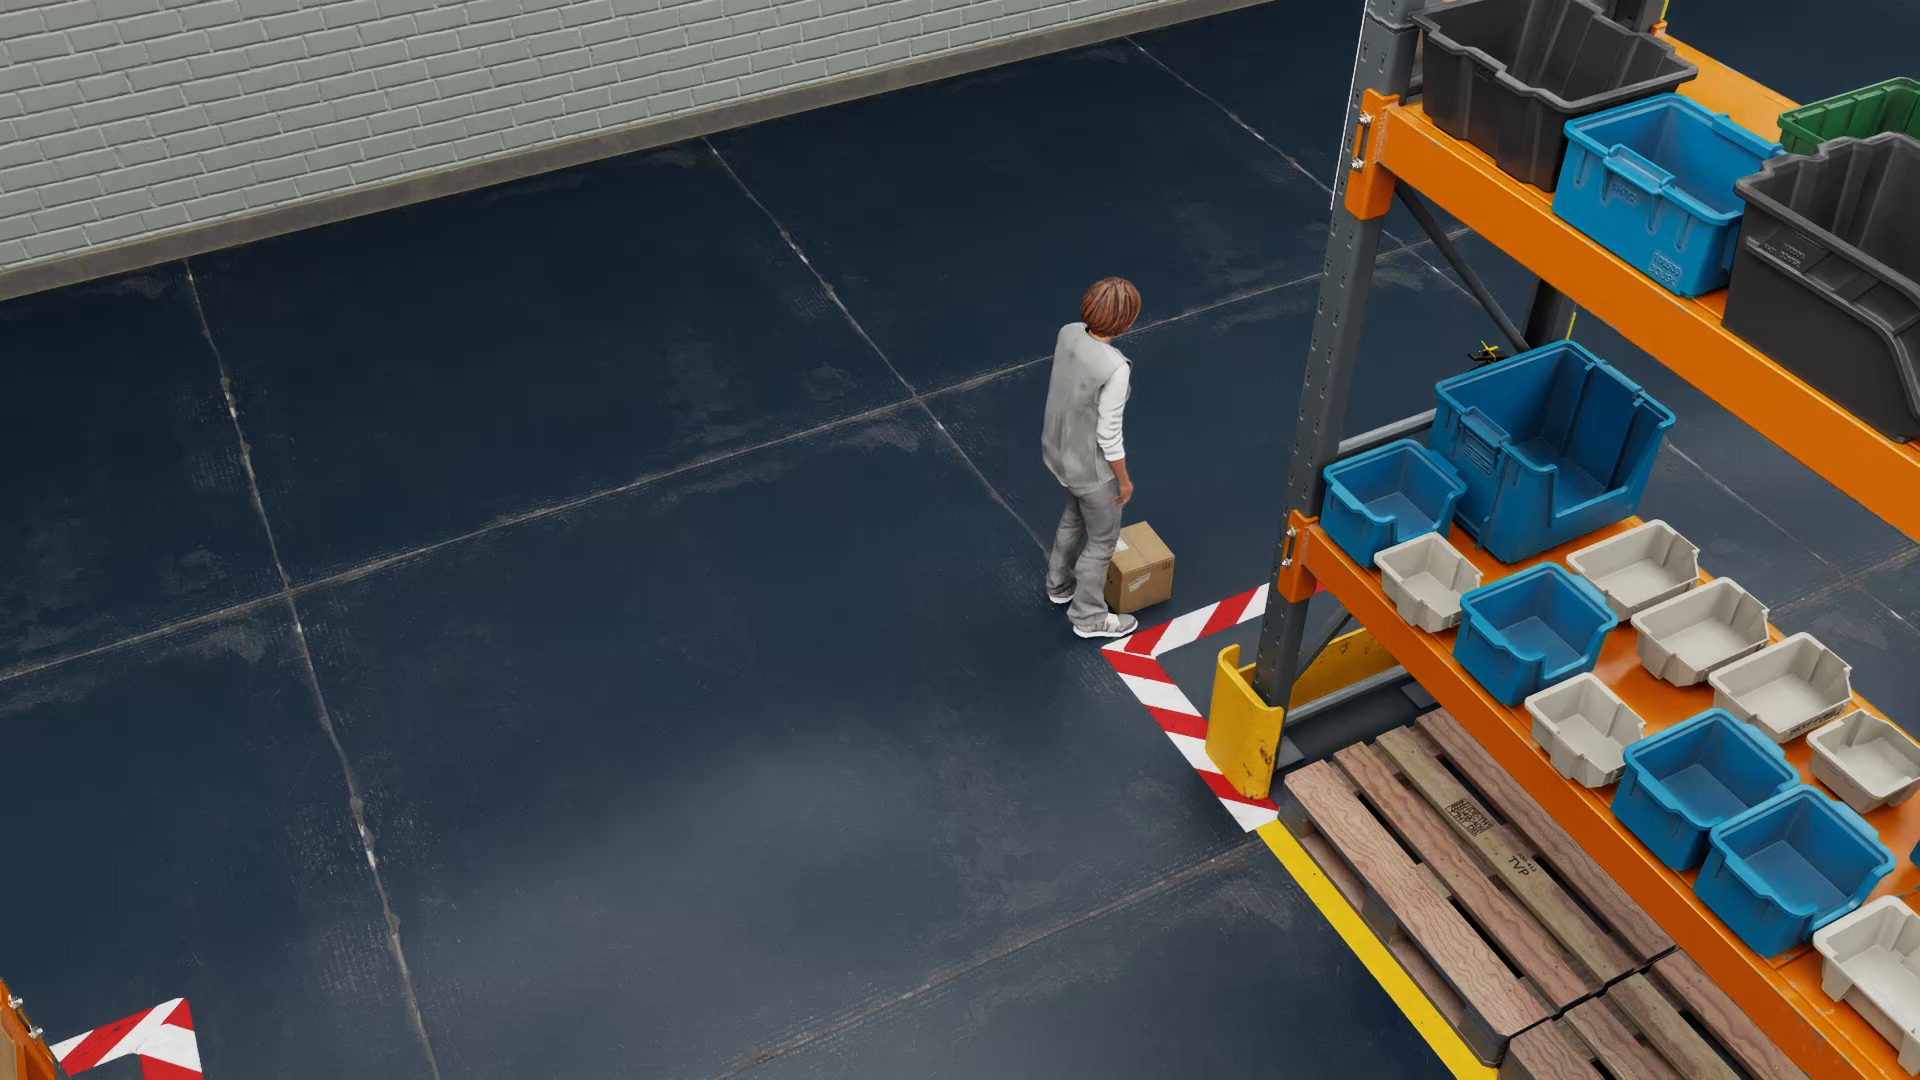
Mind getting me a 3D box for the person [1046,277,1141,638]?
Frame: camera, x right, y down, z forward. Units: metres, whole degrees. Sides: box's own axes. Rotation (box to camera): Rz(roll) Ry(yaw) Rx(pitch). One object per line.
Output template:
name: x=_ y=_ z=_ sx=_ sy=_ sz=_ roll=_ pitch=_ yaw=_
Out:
person: x=0.521 y=-0.315 z=6.519 sx=0.311 sy=1.594 sz=0.479 roll=-18 pitch=45 yaw=-19
